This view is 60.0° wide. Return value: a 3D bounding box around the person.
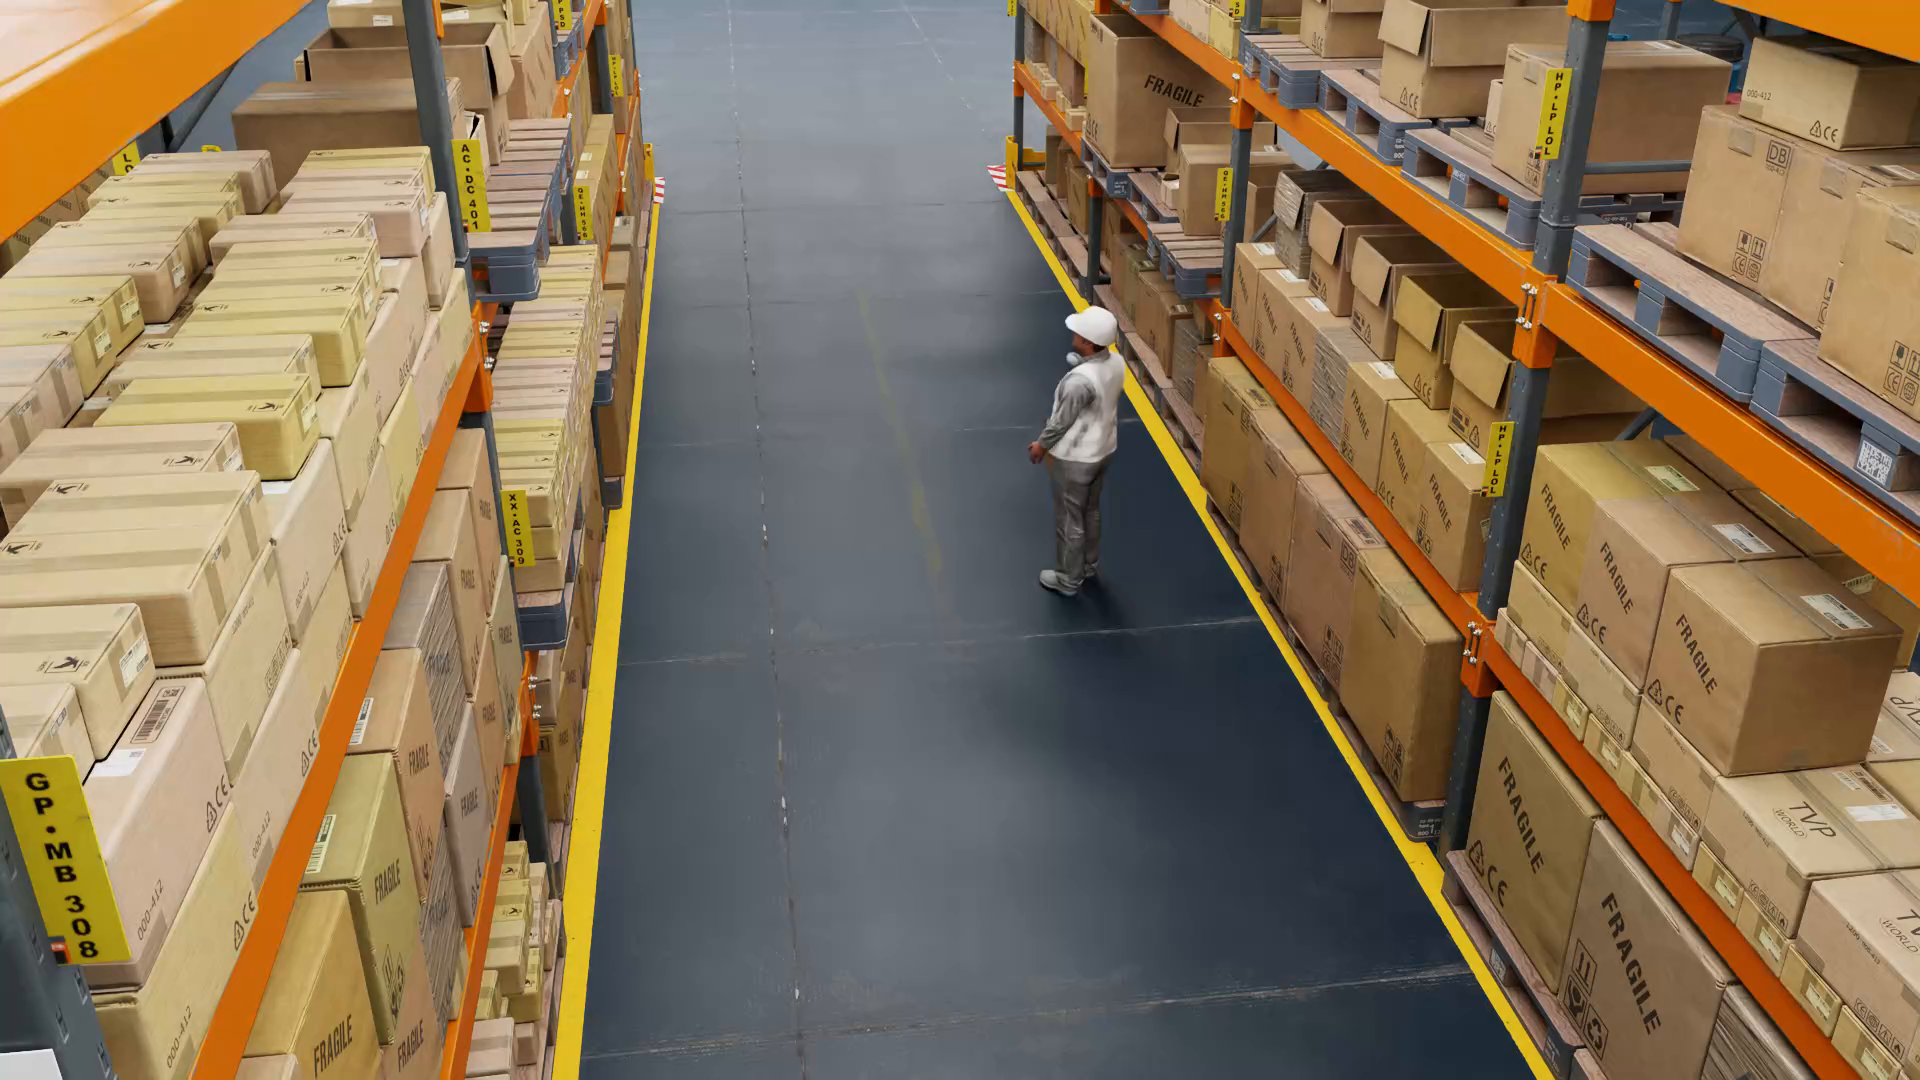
[{"bbox_3d":[0.673,-0.532,9.610,0.484,1.782,0.586,16,31,28],"label":"person"}]
